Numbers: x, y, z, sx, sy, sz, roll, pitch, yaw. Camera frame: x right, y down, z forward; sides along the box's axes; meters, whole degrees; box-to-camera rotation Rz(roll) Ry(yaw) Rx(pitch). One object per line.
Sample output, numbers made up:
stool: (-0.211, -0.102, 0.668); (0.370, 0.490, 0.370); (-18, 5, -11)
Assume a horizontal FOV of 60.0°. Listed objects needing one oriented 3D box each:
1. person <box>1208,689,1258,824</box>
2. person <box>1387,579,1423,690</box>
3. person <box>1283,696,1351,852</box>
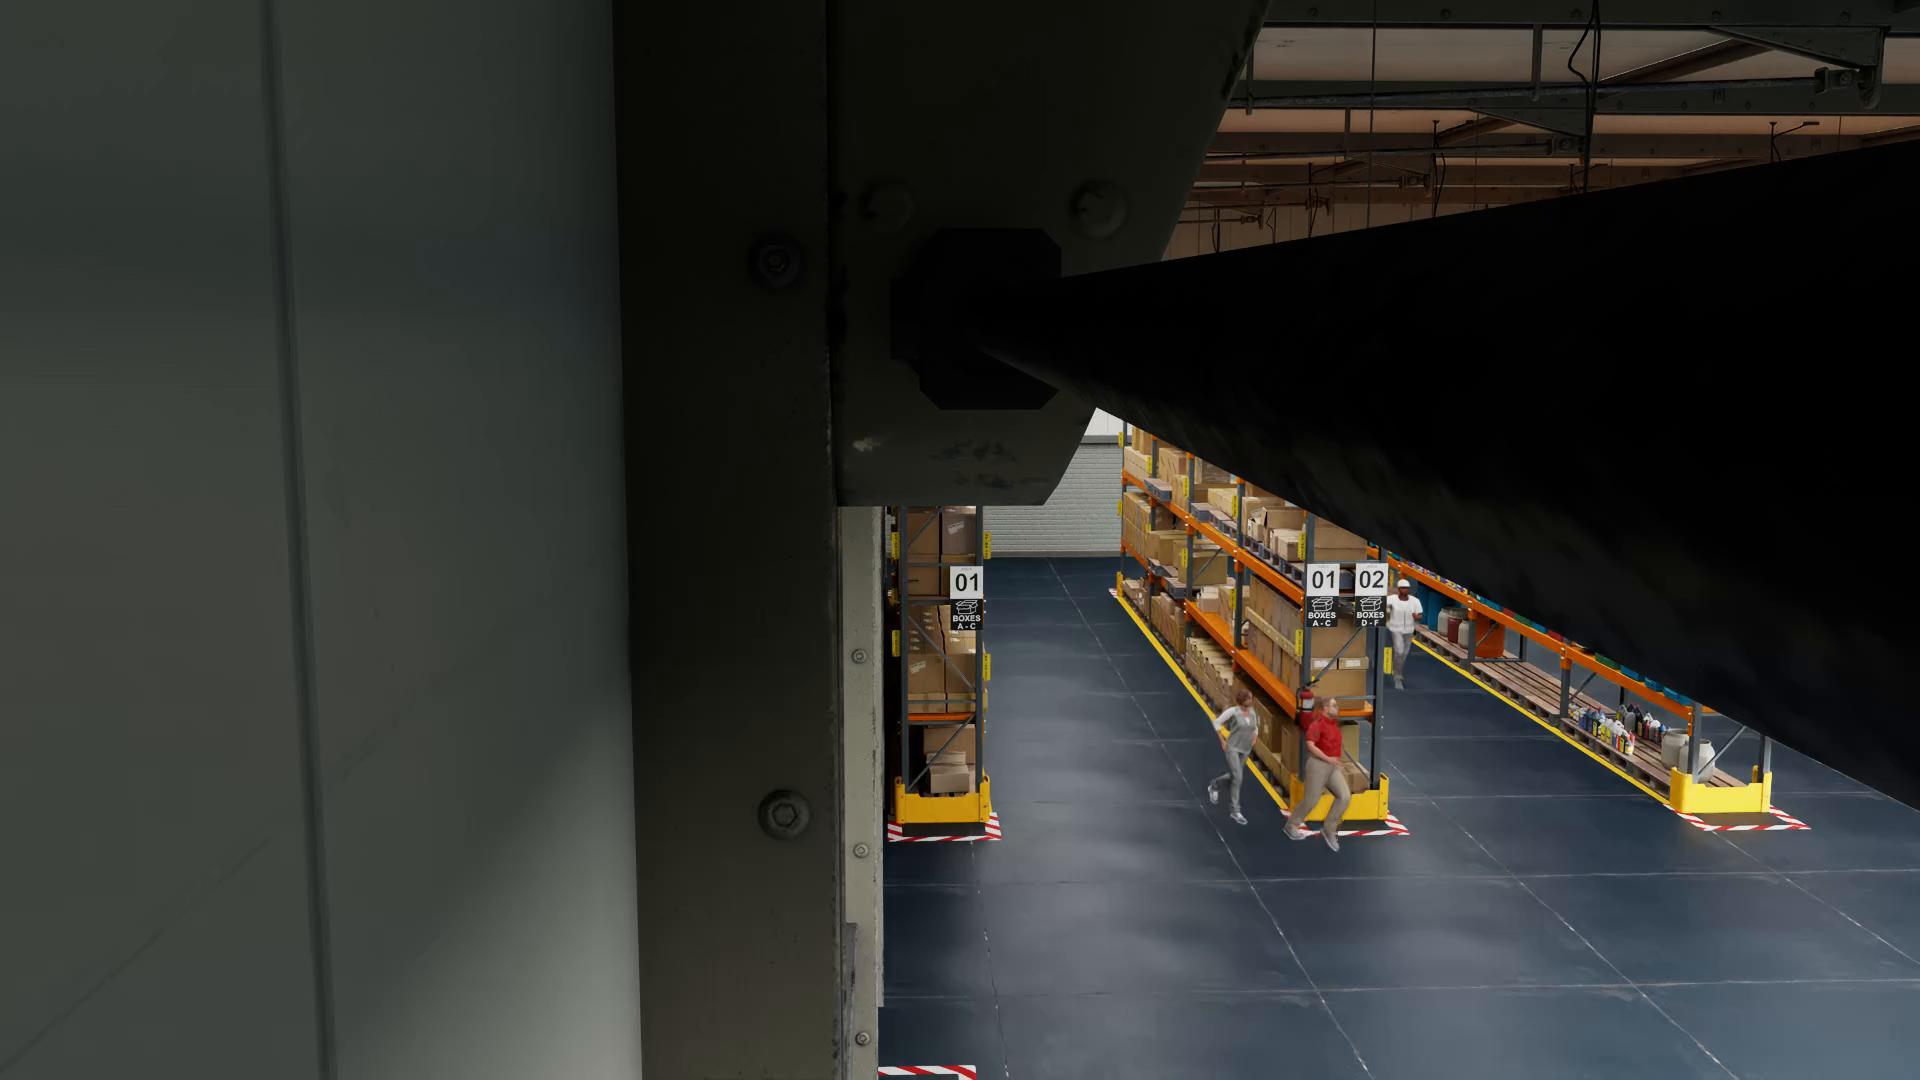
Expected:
person: (3.396, 2.592, 20.403); (0.575, 1.576, 0.821); (-5, 9, -30)
person: (7.378, 1.557, 27.799); (0.674, 1.828, 0.782); (-1, 8, -7)
person: (4.214, 2.729, 19.367); (0.694, 1.683, 0.718); (7, 11, 42)
